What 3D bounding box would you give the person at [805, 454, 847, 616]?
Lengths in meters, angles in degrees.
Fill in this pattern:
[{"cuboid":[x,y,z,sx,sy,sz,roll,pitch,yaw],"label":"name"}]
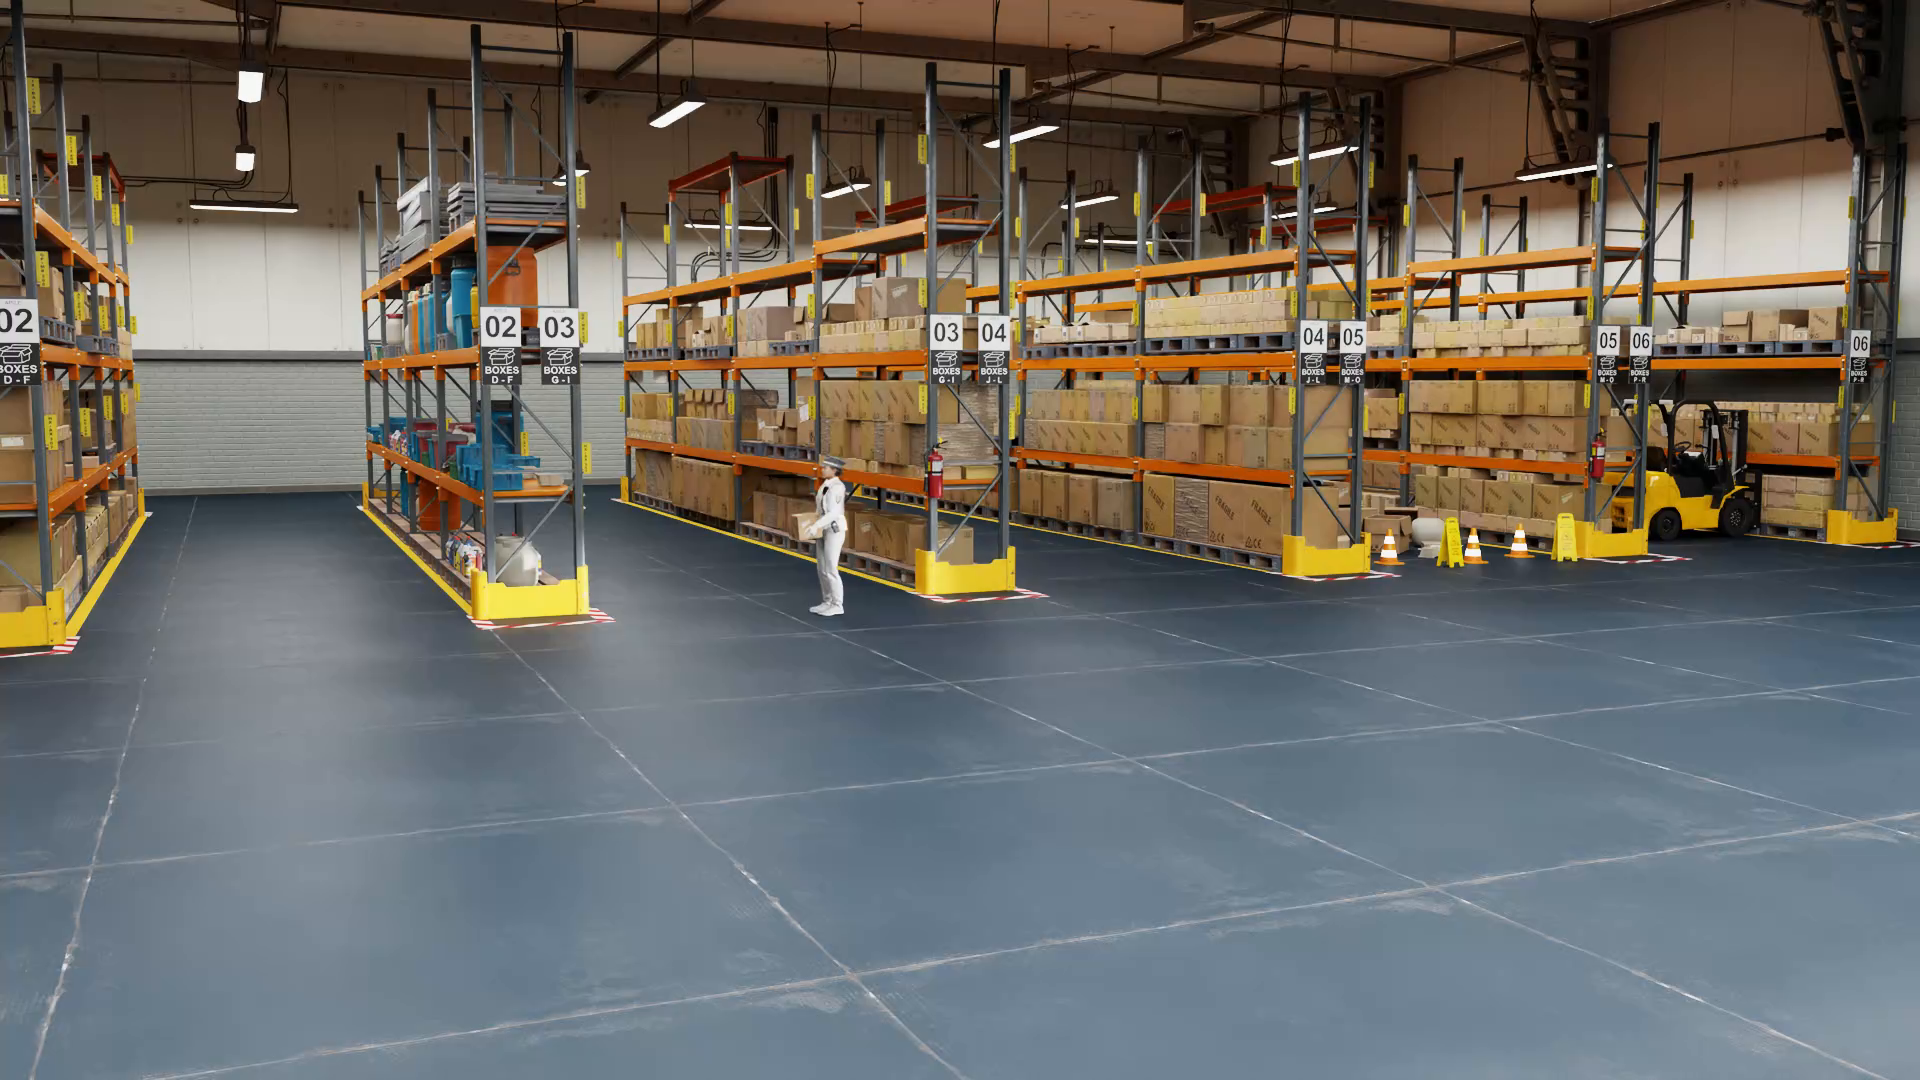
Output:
[{"cuboid":[-1.436,-0.061,17.477,0.489,1.692,0.489,-2,6,-24],"label":"person"}]
